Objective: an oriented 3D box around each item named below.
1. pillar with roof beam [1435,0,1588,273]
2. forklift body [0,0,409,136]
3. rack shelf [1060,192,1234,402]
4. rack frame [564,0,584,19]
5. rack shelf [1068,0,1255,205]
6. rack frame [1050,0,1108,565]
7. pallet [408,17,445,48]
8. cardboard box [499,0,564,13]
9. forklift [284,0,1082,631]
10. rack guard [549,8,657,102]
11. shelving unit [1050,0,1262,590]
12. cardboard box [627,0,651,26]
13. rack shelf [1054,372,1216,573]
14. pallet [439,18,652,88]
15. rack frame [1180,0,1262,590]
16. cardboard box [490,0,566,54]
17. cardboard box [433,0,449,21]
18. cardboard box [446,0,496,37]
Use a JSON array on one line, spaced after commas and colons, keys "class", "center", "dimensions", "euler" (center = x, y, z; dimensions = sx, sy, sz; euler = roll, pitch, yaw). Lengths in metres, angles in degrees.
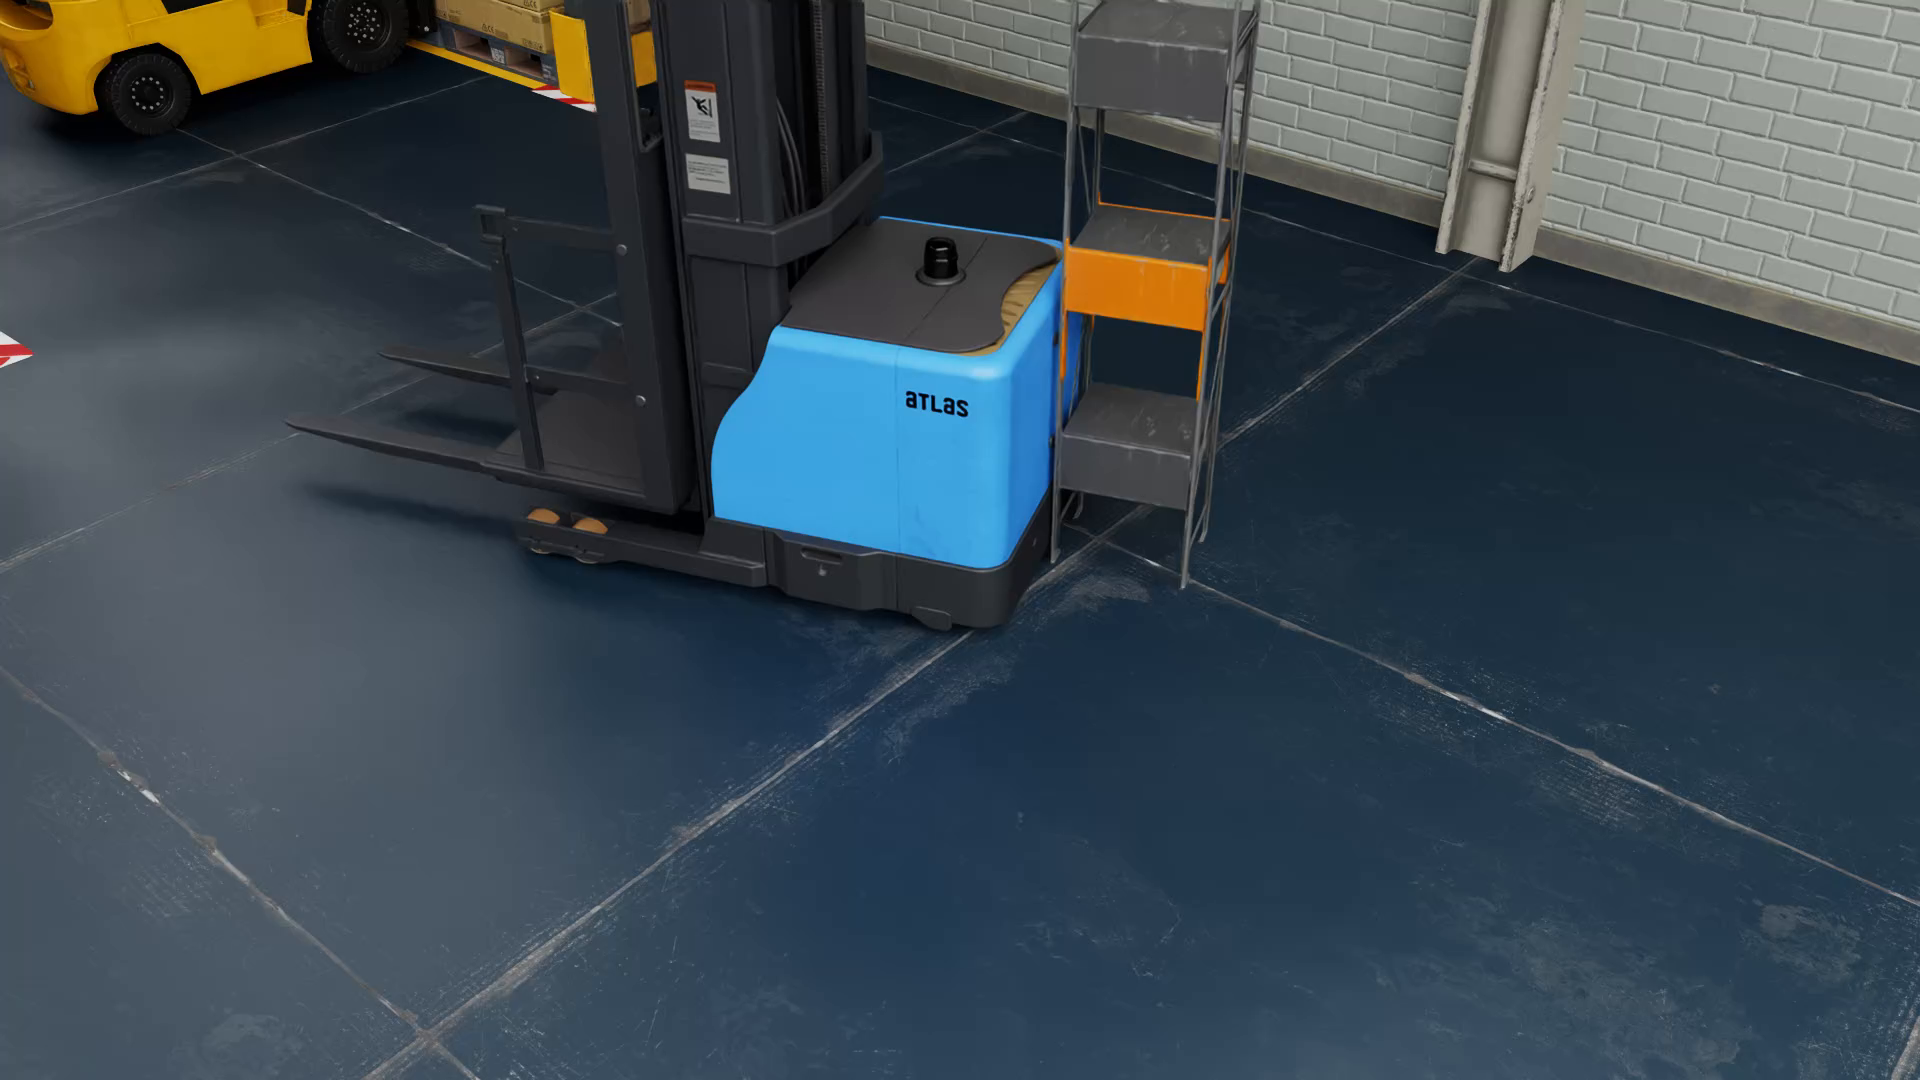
[{"class": "pillar with roof beam", "center": [-0.117, -3.285, 3.085], "dimensions": [0.400, 9.000, 9.100], "euler": [25, 42, 32]}, {"class": "forklift body", "center": [-4.640, -3.757, 9.821], "dimensions": [1.214, 2.155, 2.313], "euler": [25, 42, 32]}, {"class": "rack shelf", "center": [0.635, -0.827, 5.623], "dimensions": [0.480, 0.518, 0.431], "euler": [11, 36, 16]}, {"class": "rack frame", "center": [-2.015, -4.214, 9.737], "dimensions": [0.127, 3.000, 1.000], "euler": [25, 42, 32]}, {"class": "rack shelf", "center": [0.635, -1.404, 5.227], "dimensions": [0.480, 0.518, 0.431], "euler": [11, 36, 16]}, {"class": "rack frame", "center": [0.405, -0.883, 5.681], "dimensions": [0.015, 2.100, 0.400], "euler": [11, 36, 16]}, {"class": "pallet", "center": [-3.563, -3.766, 11.547], "dimensions": [1.213, 0.211, 1.003], "euler": [25, 42, 32]}, {"class": "cardboard box", "center": [-2.589, -3.500, 10.313], "dimensions": [0.500, 0.250, 0.500], "euler": [25, 41, 31]}, {"class": "forklift", "center": [-1.120, -1.390, 5.685], "dimensions": [3.031, 2.935, 1.130], "euler": [11, 36, 16]}, {"class": "rack guard", "center": [-1.997, -3.175, 10.432], "dimensions": [0.348, 0.500, 1.175], "euler": [25, 42, 32]}, {"class": "shelving unit", "center": [0.635, -0.838, 5.615], "dimensions": [0.503, 2.100, 0.431], "euler": [11, 36, 16]}, {"class": "cardboard box", "center": [-2.267, -3.517, 10.779], "dimensions": [0.500, 0.250, 0.500], "euler": [25, 42, 32]}, {"class": "rack shelf", "center": [0.635, -0.250, 6.019], "dimensions": [0.480, 0.518, 0.431], "euler": [11, 36, 16]}, {"class": "pallet", "center": [-2.630, -3.324, 10.903], "dimensions": [1.213, 0.211, 1.003], "euler": [25, 42, 32]}, {"class": "rack frame", "center": [0.866, -0.793, 5.550], "dimensions": [0.015, 2.100, 0.400], "euler": [11, 36, 16]}, {"class": "cardboard box", "center": [-2.578, -3.287, 10.444], "dimensions": [0.500, 0.250, 0.500], "euler": [26, 42, 32]}, {"class": "cardboard box", "center": [-3.333, -3.656, 10.982], "dimensions": [0.500, 0.250, 0.500], "euler": [26, 42, 32]}, {"class": "cardboard box", "center": [-2.954, -3.471, 10.712], "dimensions": [0.500, 0.250, 0.500], "euler": [25, 42, 32]}]
